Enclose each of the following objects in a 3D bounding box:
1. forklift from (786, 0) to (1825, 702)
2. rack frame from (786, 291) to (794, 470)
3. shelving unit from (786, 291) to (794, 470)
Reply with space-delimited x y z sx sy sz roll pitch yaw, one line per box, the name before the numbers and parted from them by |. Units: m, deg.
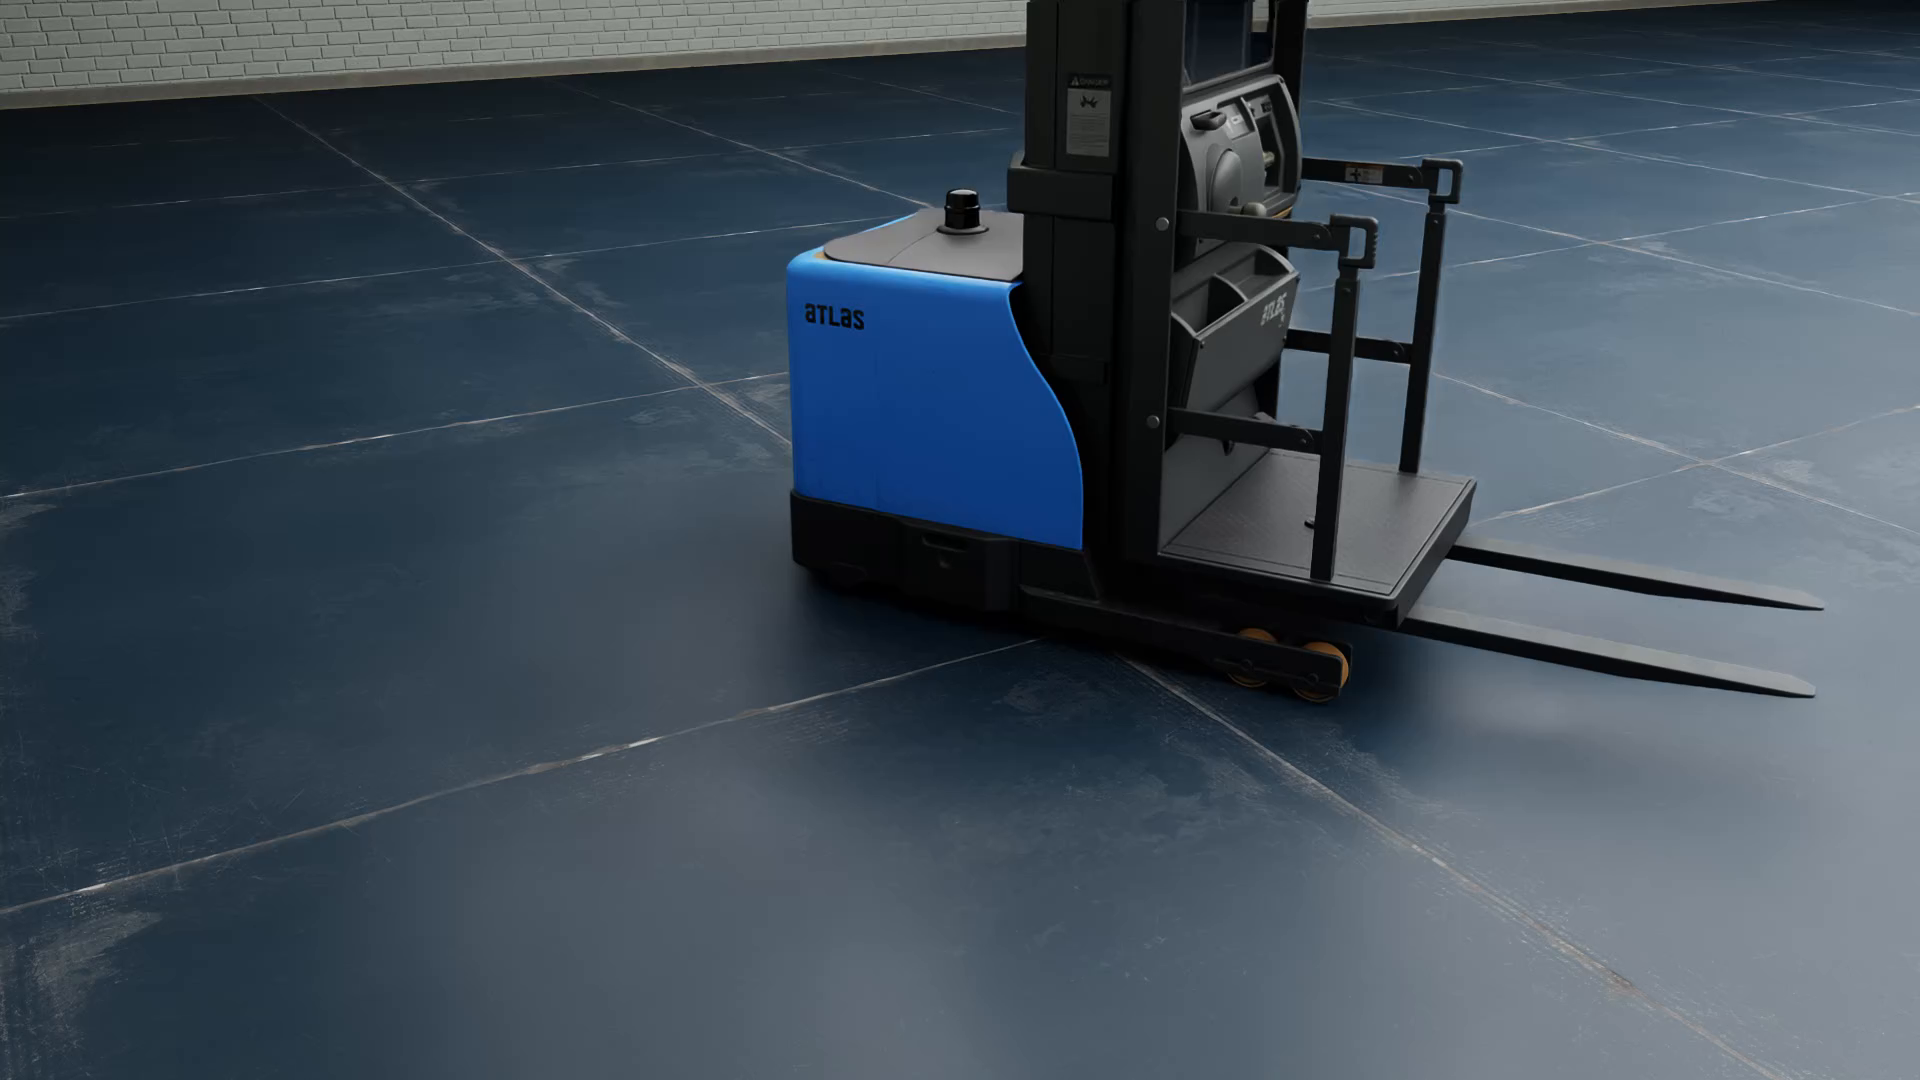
forklift | 0.995 -1.129 4.697 3.031 2.935 1.130 11 25 26
rack frame | -0.525 -0.497 5.840 0.006 0.900 0.240 11 25 26
shelving unit | -0.435 -0.480 5.796 0.210 0.900 0.258 11 25 26
